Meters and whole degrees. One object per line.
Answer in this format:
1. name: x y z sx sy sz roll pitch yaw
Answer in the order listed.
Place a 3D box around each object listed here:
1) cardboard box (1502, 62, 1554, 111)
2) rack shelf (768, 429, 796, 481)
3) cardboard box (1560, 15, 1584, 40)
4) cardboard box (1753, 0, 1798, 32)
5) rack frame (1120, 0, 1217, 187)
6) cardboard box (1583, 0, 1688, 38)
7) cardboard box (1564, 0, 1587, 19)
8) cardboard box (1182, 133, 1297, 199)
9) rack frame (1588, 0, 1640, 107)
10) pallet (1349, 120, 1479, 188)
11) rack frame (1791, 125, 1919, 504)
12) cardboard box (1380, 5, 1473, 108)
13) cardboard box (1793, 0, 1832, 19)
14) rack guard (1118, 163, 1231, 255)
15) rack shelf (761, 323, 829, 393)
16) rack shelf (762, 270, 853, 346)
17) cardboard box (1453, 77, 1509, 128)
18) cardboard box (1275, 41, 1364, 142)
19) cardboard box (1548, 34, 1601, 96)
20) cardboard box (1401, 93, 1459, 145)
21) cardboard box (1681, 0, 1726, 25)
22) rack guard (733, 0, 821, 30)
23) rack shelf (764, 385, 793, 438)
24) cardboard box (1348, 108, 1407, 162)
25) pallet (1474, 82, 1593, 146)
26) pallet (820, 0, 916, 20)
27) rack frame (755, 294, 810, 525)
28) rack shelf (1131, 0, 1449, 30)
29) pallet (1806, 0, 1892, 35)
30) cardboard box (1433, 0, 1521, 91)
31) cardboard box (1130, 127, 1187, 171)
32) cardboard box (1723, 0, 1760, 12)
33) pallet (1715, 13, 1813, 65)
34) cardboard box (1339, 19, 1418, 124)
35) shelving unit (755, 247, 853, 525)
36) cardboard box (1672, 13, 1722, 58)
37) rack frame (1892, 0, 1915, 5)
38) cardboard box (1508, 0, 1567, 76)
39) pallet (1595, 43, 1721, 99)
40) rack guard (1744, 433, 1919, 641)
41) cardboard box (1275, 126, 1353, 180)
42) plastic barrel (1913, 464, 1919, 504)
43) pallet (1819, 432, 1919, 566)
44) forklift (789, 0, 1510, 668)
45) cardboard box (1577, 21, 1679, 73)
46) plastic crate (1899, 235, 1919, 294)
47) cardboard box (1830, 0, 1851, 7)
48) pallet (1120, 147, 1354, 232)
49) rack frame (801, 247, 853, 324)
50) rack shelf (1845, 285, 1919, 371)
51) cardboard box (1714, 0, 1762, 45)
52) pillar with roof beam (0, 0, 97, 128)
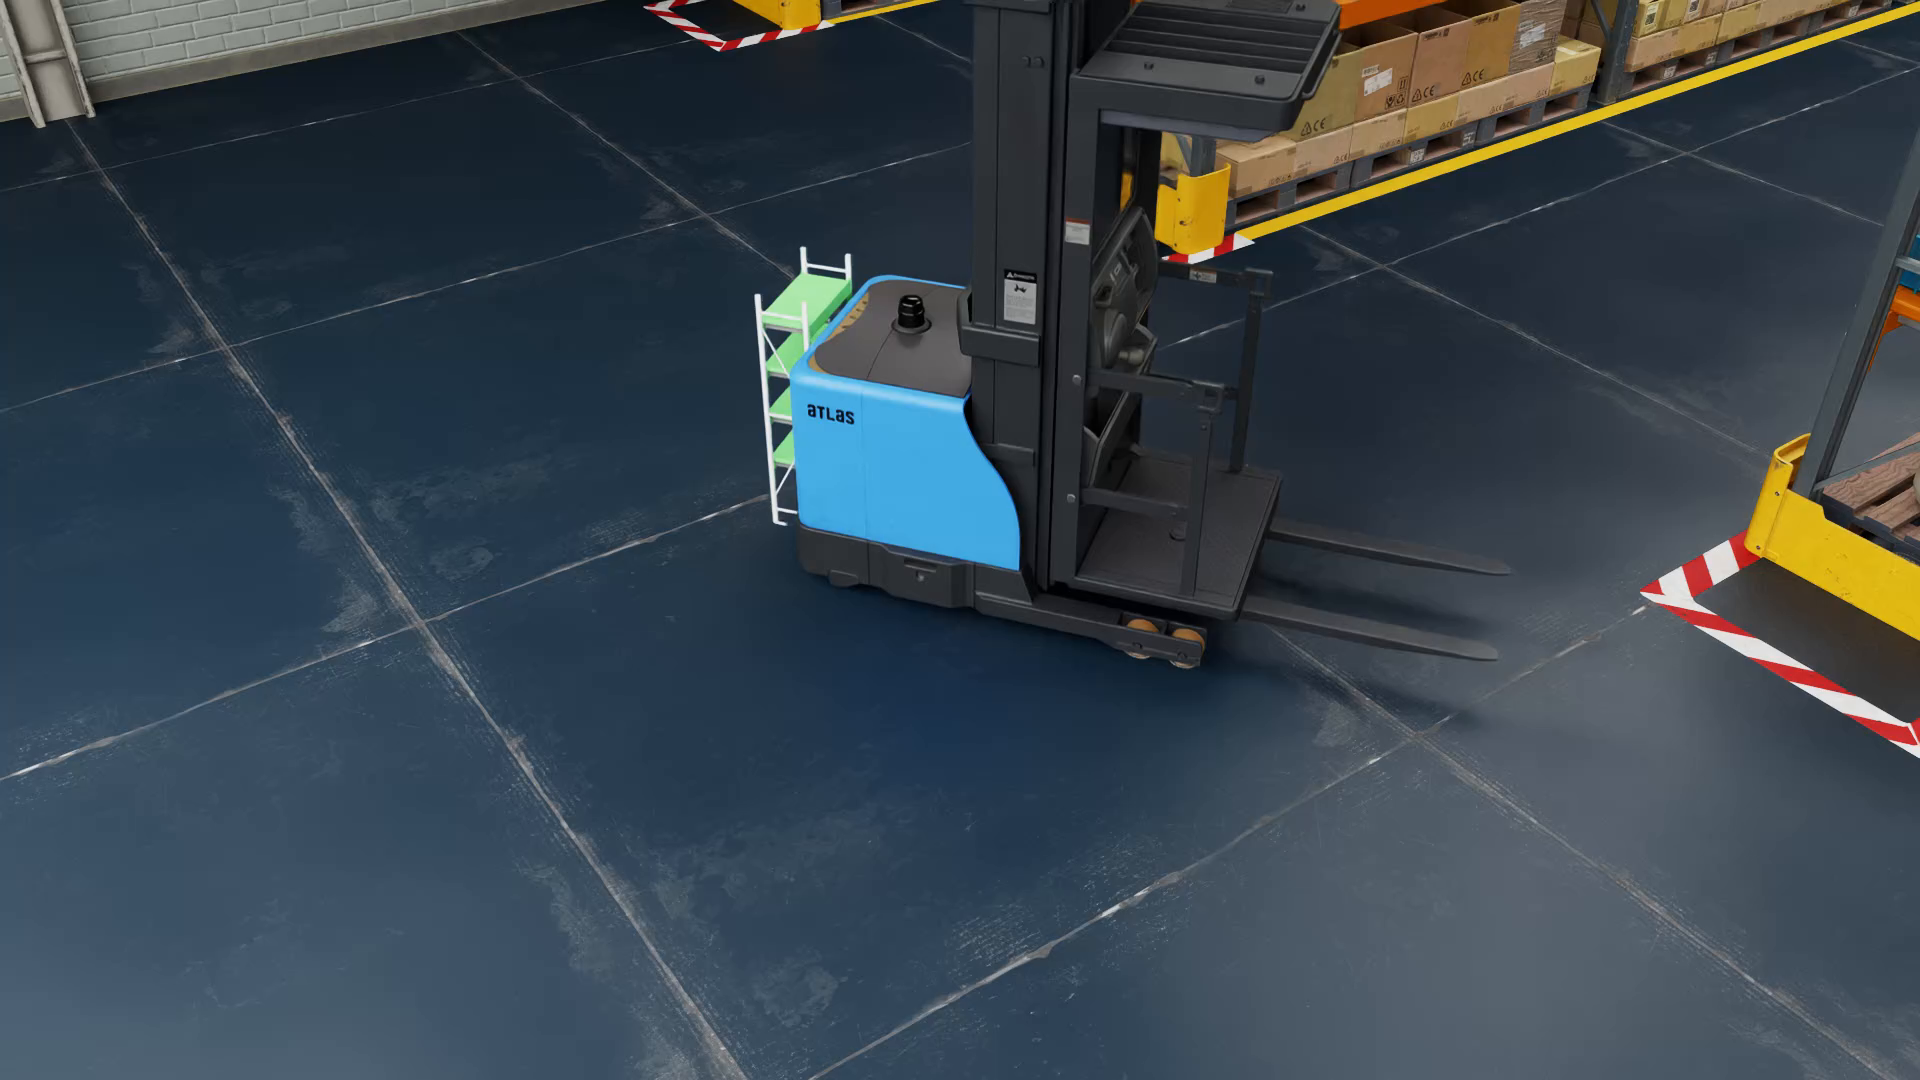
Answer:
1. cardboard box: 3.804 -3.269 11.721 0.500 0.250 0.500 -22 41 -28
2. rack shelf: -0.686 -0.435 7.848 0.258 0.148 0.480 11 37 16
3. cardboard box: 4.644 -3.970 12.697 0.500 0.250 0.500 -23 42 -28
4. cardboard box: 6.201 -4.227 13.054 0.500 0.250 0.500 -22 41 -27
5. rack frame: 1.202 -3.293 9.759 0.127 3.000 1.000 -22 41 -28
6. cardboard box: 4.953 -3.940 12.174 0.500 0.311 0.500 -22 41 -28
7. cardboard box: 4.638 -4.193 12.526 0.500 0.311 0.500 -22 41 -28
8. cardboard box: 1.769 -2.421 10.543 0.500 0.250 0.500 -22 41 -28
9. rack frame: 4.472 -4.638 11.630 0.127 3.000 1.000 -22 41 -28
10. pallet: 2.799 -2.846 11.526 1.213 0.211 1.003 -22 41 -28
11. rack frame: 4.052 -0.927 6.471 0.127 3.000 1.000 -22 41 -28
12. cardboard box: 2.996 -3.229 11.023 0.500 0.500 0.500 -22 41 -28
13. cardboard box: 6.620 -4.402 13.296 0.500 0.250 0.500 -21 41 -27
14. rack guard: 1.182 -2.270 10.478 0.348 0.500 1.175 -22 41 -28
15. rack shelf: -0.687 -0.825 7.568 0.258 0.148 0.480 11 37 16
16. rack shelf: -0.687 -1.020 7.428 0.258 0.148 0.480 11 37 16
17. cardboard box: 3.404 -3.093 11.477 0.500 0.250 0.500 -22 41 -28
18. cardboard box: 2.176 -2.895 10.559 0.500 0.500 0.500 -22 41 -28
19. cardboard box: 4.218 -3.432 11.948 0.500 0.250 0.500 -22 41 -28
20. cardboard box: 2.996 -2.925 11.243 0.500 0.250 0.500 -22 41 -28
21. cardboard box: 5.365 -4.106 12.405 0.500 0.311 0.500 -23 42 -28
22. rack guard: -1.593 -4.666 13.810 0.348 0.500 1.175 -22 41 -28
23. rack shelf: -0.686 -0.630 7.708 0.258 0.148 0.480 11 37 16
24. cardboard box: 2.584 -2.759 11.013 0.500 0.250 0.500 -22 41 -28
25. pallet: 3.797 -3.259 12.100 1.213 0.211 1.003 -22 41 -28
26. pallet: -0.908 -4.806 14.251 1.213 0.211 1.003 -22 41 -28
27. rack frame: -0.767 -0.548 7.483 0.240 1.200 0.015 11 37 16
28. rack shelf: 2.837 -3.673 10.905 4.000 0.370 1.077 -22 41 -28
29. pallet: 7.046 -4.593 13.956 1.213 0.211 1.003 -22 41 -28
30. cardboard box: 3.397 -3.404 11.267 0.500 0.500 0.500 -22 41 -28
31. cardboard box: 1.470 -2.668 10.886 0.500 0.250 0.500 -22 41 -28
32. cardboard box: 5.787 -4.281 12.648 0.500 0.311 0.500 -24 42 -29
33. pallet: 6.049 -4.185 13.389 1.213 0.211 1.003 -22 41 -28
34. cardboard box: 2.577 -3.069 10.801 0.500 0.500 0.500 -22 41 -28
35. shelving unit: -0.686 -0.682 7.670 0.258 1.200 0.503 11 37 16
36. cardboard box: 5.363 -3.881 12.573 0.500 0.250 0.500 -21 41 -27
37. rack frame: 7.741 -5.984 13.501 0.127 3.000 1.000 -22 41 -28
38. cardboard box: 3.803 -3.574 11.503 0.500 0.500 0.500 -22 41 -28
39. pallet: 5.051 -3.773 12.815 1.213 0.211 1.003 -22 41 -28
40. rack guard: 4.087 0.039 7.267 0.348 0.500 1.175 -22 41 -28
41. cardboard box: 2.175 -2.591 10.779 0.500 0.250 0.500 -22 41 -28
42. plastic barrel: 4.546 -0.346 7.433 0.421 0.512 0.421 0 36 0
43. pallet: 4.755 -0.114 7.728 1.213 0.211 1.003 -22 41 -28
44. forklift: 0.846 -1.001 6.631 3.031 2.935 1.130 12 37 16
45. cardboard box: 4.944 -3.710 12.334 0.500 0.250 0.500 -23 42 -29
46. plastic crate: 4.289 -1.178 6.947 0.616 0.251 0.499 -22 41 -28
47. cardboard box: 7.032 -4.569 13.530 0.500 0.250 0.500 -23 42 -28
48. pallet: 1.803 -2.438 10.959 1.213 0.211 1.003 -22 41 -28
49. rack frame: -0.606 -0.817 7.858 0.240 1.200 0.015 11 37 16
50. rack shelf: 5.687 -1.308 7.616 4.000 0.370 1.077 -22 41 -28
51. cardboard box: 5.784 -4.057 12.817 0.500 0.250 0.500 -24 42 -29
52. pillar with roof beam: -4.005 -4.667 6.532 0.400 9.000 9.100 -22 41 -28
